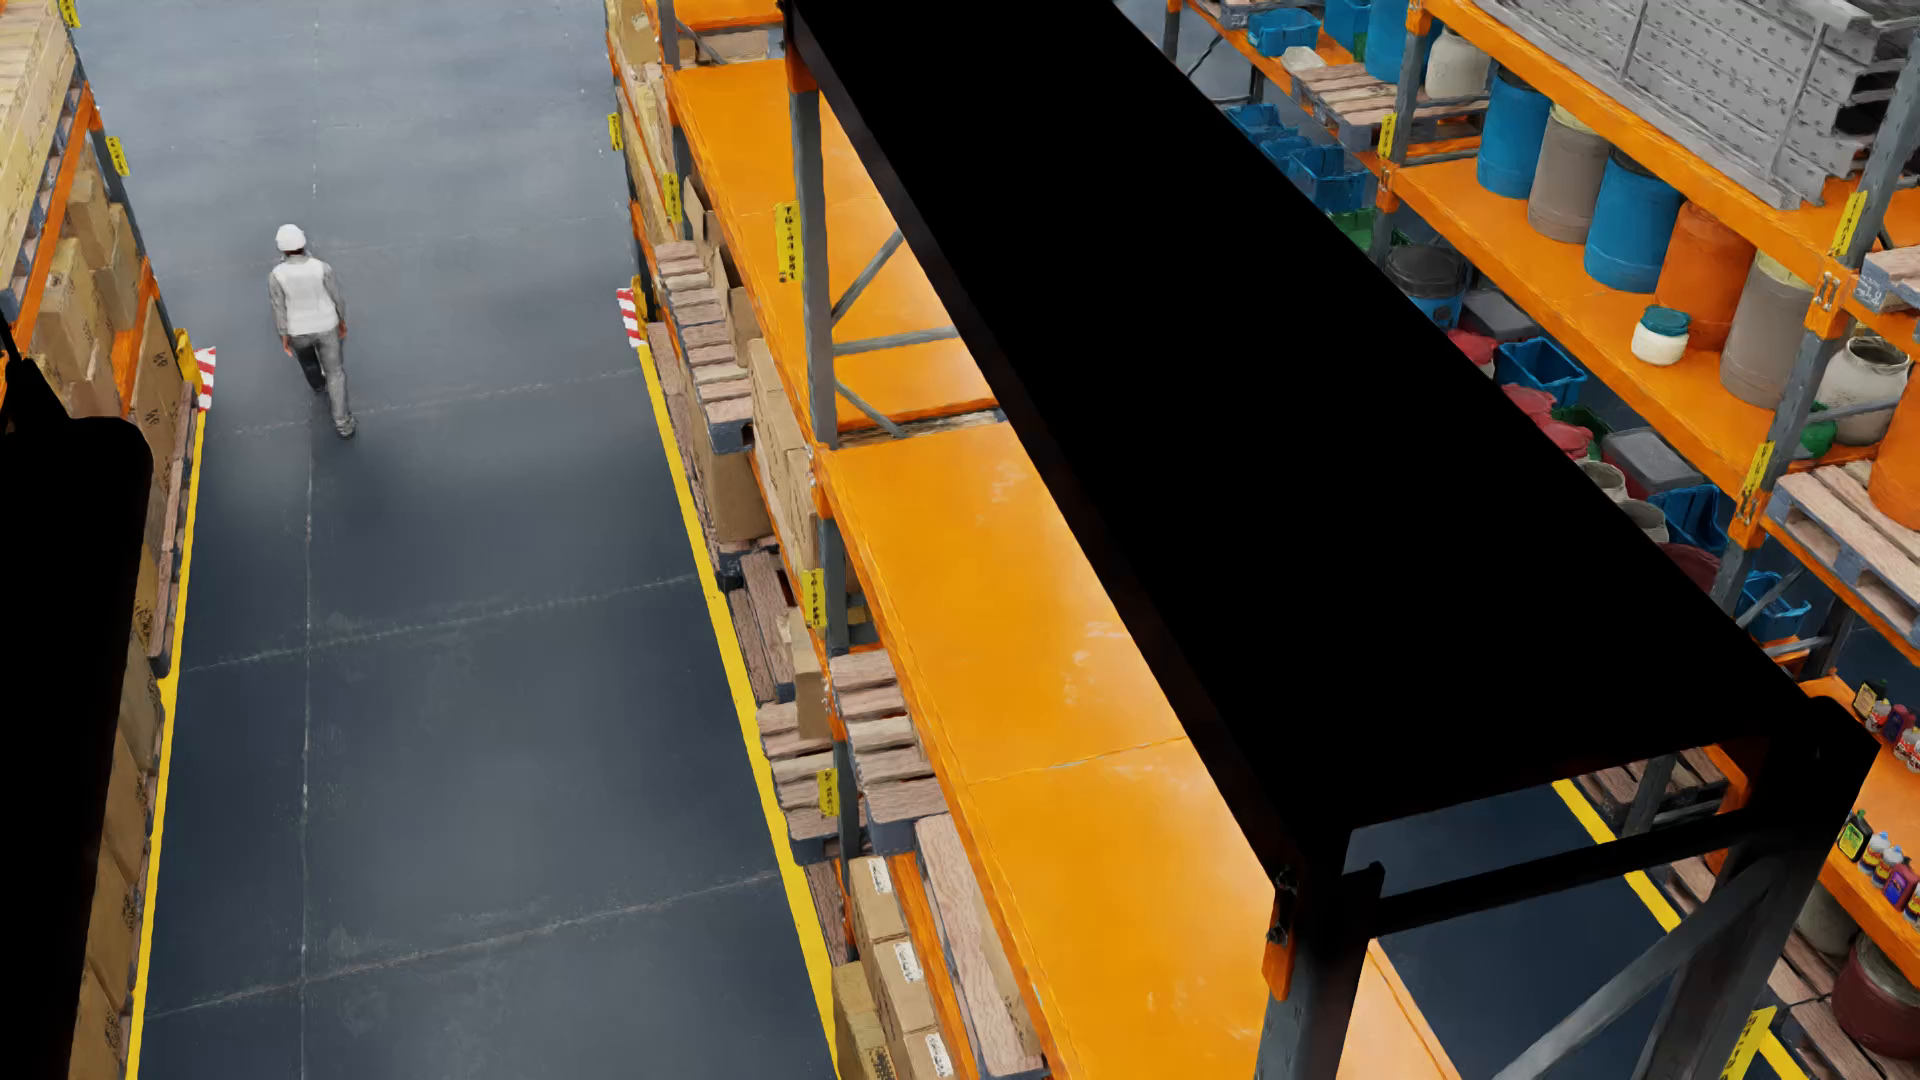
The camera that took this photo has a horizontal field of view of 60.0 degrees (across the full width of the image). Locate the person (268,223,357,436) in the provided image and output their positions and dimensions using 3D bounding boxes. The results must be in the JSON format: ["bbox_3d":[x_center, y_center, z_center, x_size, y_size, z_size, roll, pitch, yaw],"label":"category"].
[{"bbox_3d":[-5.332,-1.815,13.722,0.545,1.695,1.105,-12,40,-14],"label":"person"}]
